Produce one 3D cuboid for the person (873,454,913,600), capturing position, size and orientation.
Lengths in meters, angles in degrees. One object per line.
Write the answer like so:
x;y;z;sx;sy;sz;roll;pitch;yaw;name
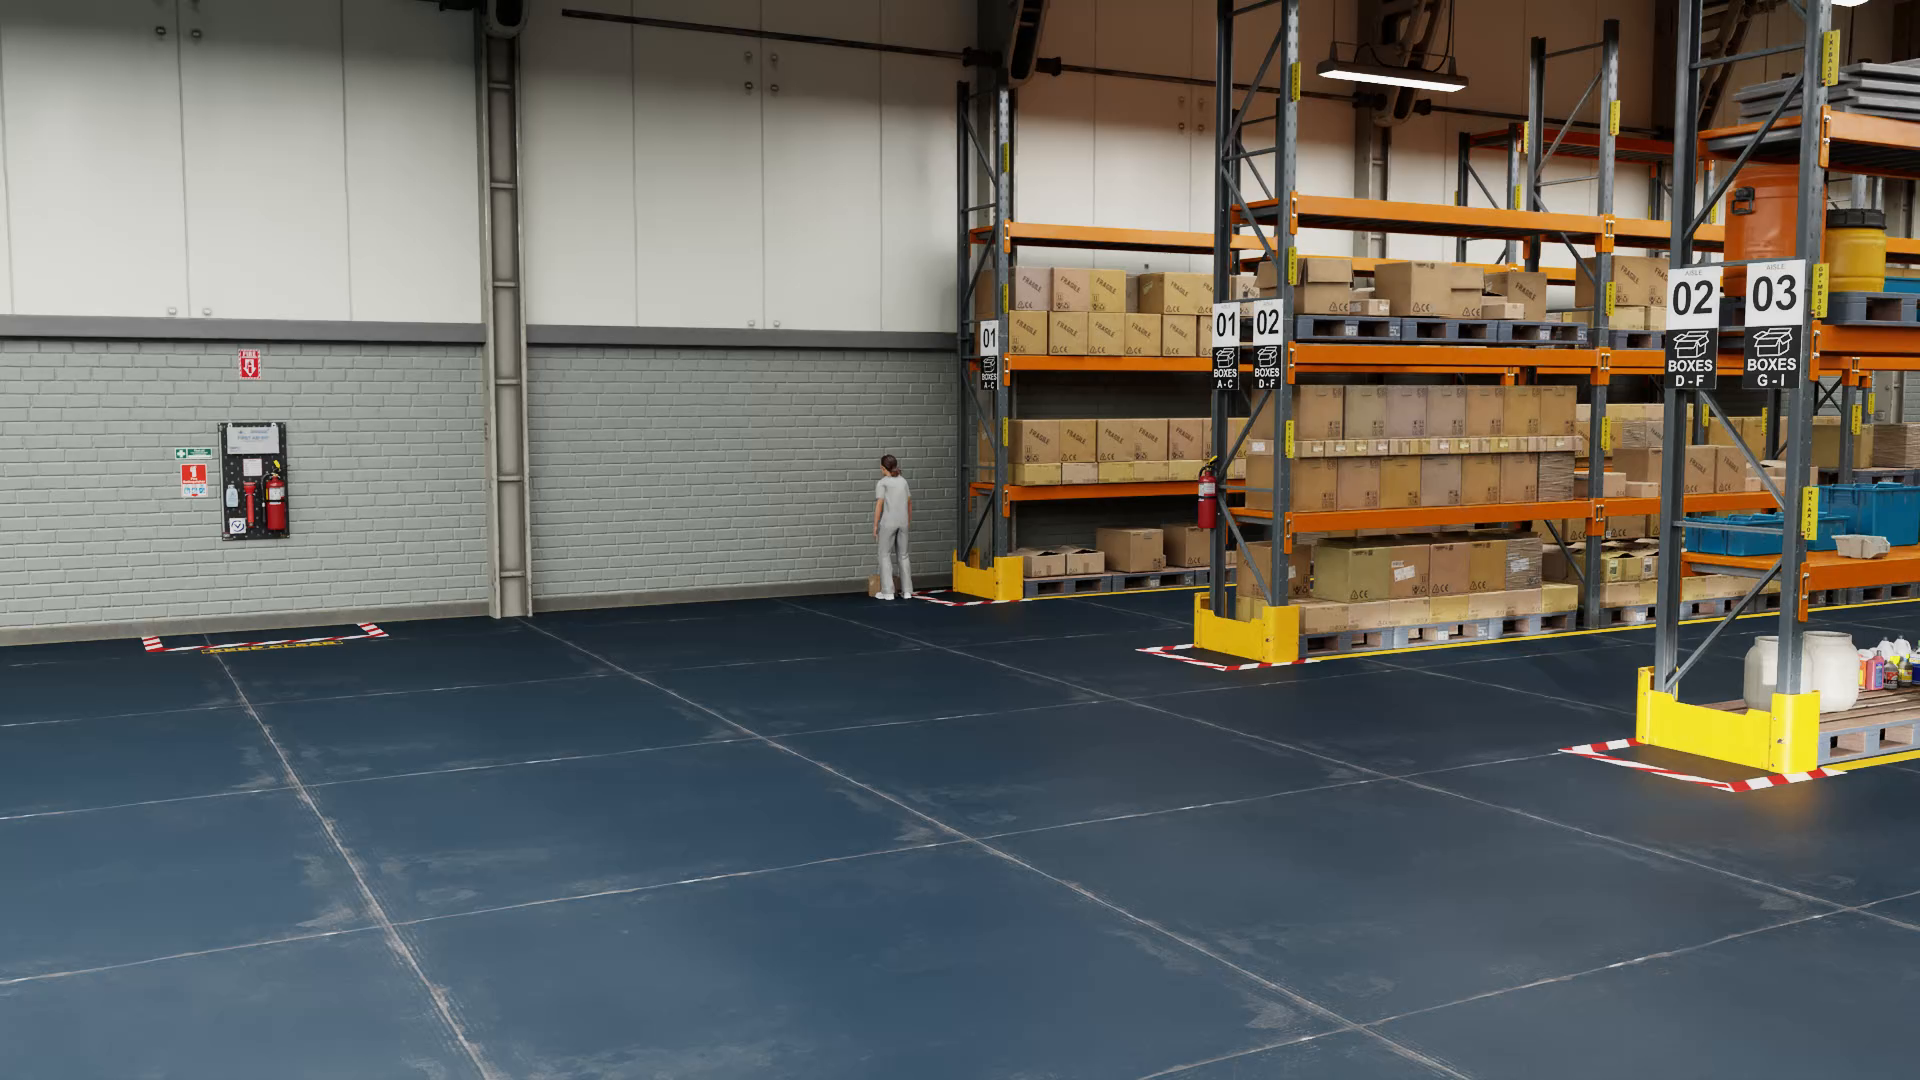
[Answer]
-0.772;-0.153;19.184;0.514;1.672;0.363;-3;6;-32;person
